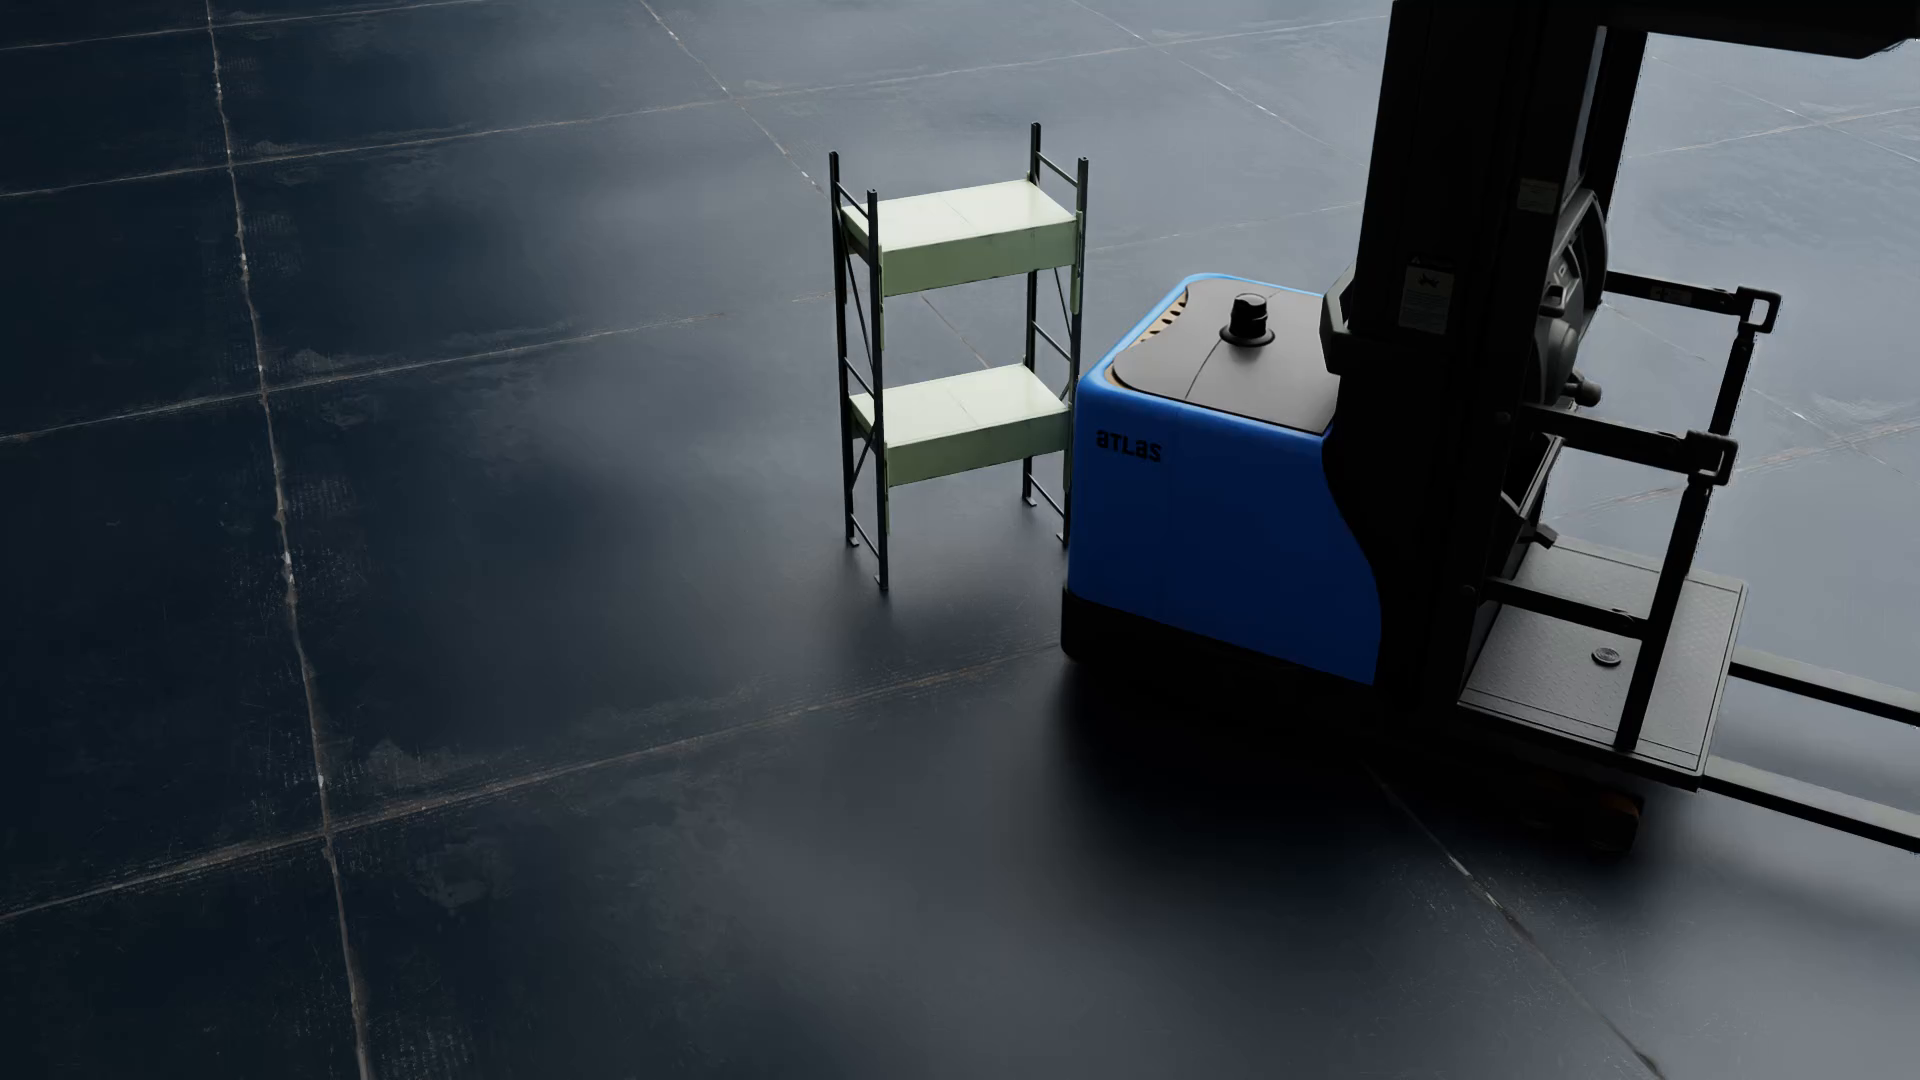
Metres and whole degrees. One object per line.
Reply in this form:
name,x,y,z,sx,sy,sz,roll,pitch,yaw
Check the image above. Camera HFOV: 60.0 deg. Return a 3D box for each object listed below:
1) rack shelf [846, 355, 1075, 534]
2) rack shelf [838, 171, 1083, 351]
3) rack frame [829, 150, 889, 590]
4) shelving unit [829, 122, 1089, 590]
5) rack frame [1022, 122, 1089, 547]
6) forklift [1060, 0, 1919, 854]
rack shelf,-0.006,-0.354,6.017,0.720,0.370,0.431,-13,35,-19
rack shelf,-0.006,-0.954,5.626,0.720,0.370,0.431,-13,35,-19
rack frame,-0.344,-0.550,5.720,0.023,1.500,0.400,-13,35,-19
shelving unit,-0.006,-0.627,5.839,0.755,1.500,0.431,-13,35,-19
rack frame,0.331,-0.704,5.958,0.023,1.500,0.400,-13,35,-19
forklift,1.882,-0.655,4.569,3.031,2.935,1.130,16,36,23
